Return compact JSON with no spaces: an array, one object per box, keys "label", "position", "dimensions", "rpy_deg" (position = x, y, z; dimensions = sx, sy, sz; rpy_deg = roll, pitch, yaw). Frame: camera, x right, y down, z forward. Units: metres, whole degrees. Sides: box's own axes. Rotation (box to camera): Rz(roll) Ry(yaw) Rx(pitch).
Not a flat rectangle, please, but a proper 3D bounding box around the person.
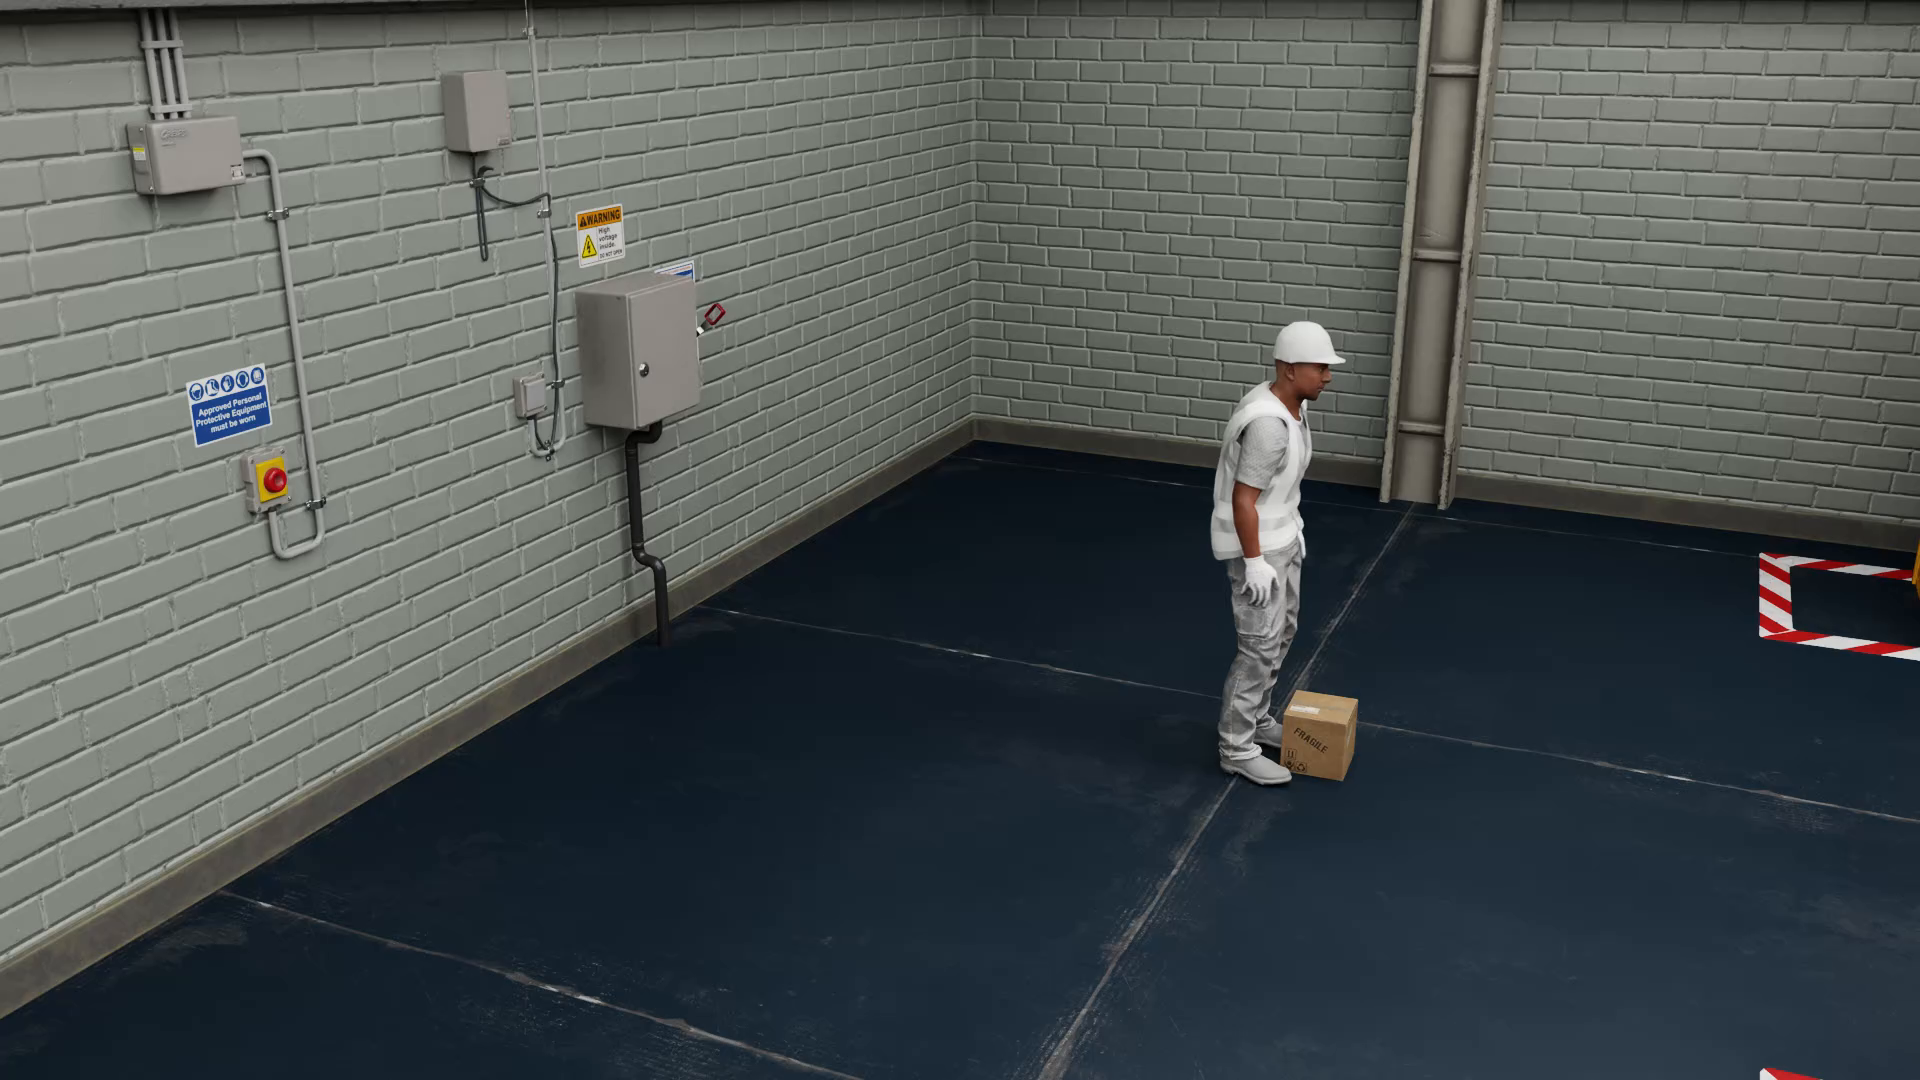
[{"label":"person","position":[1.208,0.032,6.453],"dimensions":[0.450,1.773,0.614],"rpy_deg":[8,20,22]}]
